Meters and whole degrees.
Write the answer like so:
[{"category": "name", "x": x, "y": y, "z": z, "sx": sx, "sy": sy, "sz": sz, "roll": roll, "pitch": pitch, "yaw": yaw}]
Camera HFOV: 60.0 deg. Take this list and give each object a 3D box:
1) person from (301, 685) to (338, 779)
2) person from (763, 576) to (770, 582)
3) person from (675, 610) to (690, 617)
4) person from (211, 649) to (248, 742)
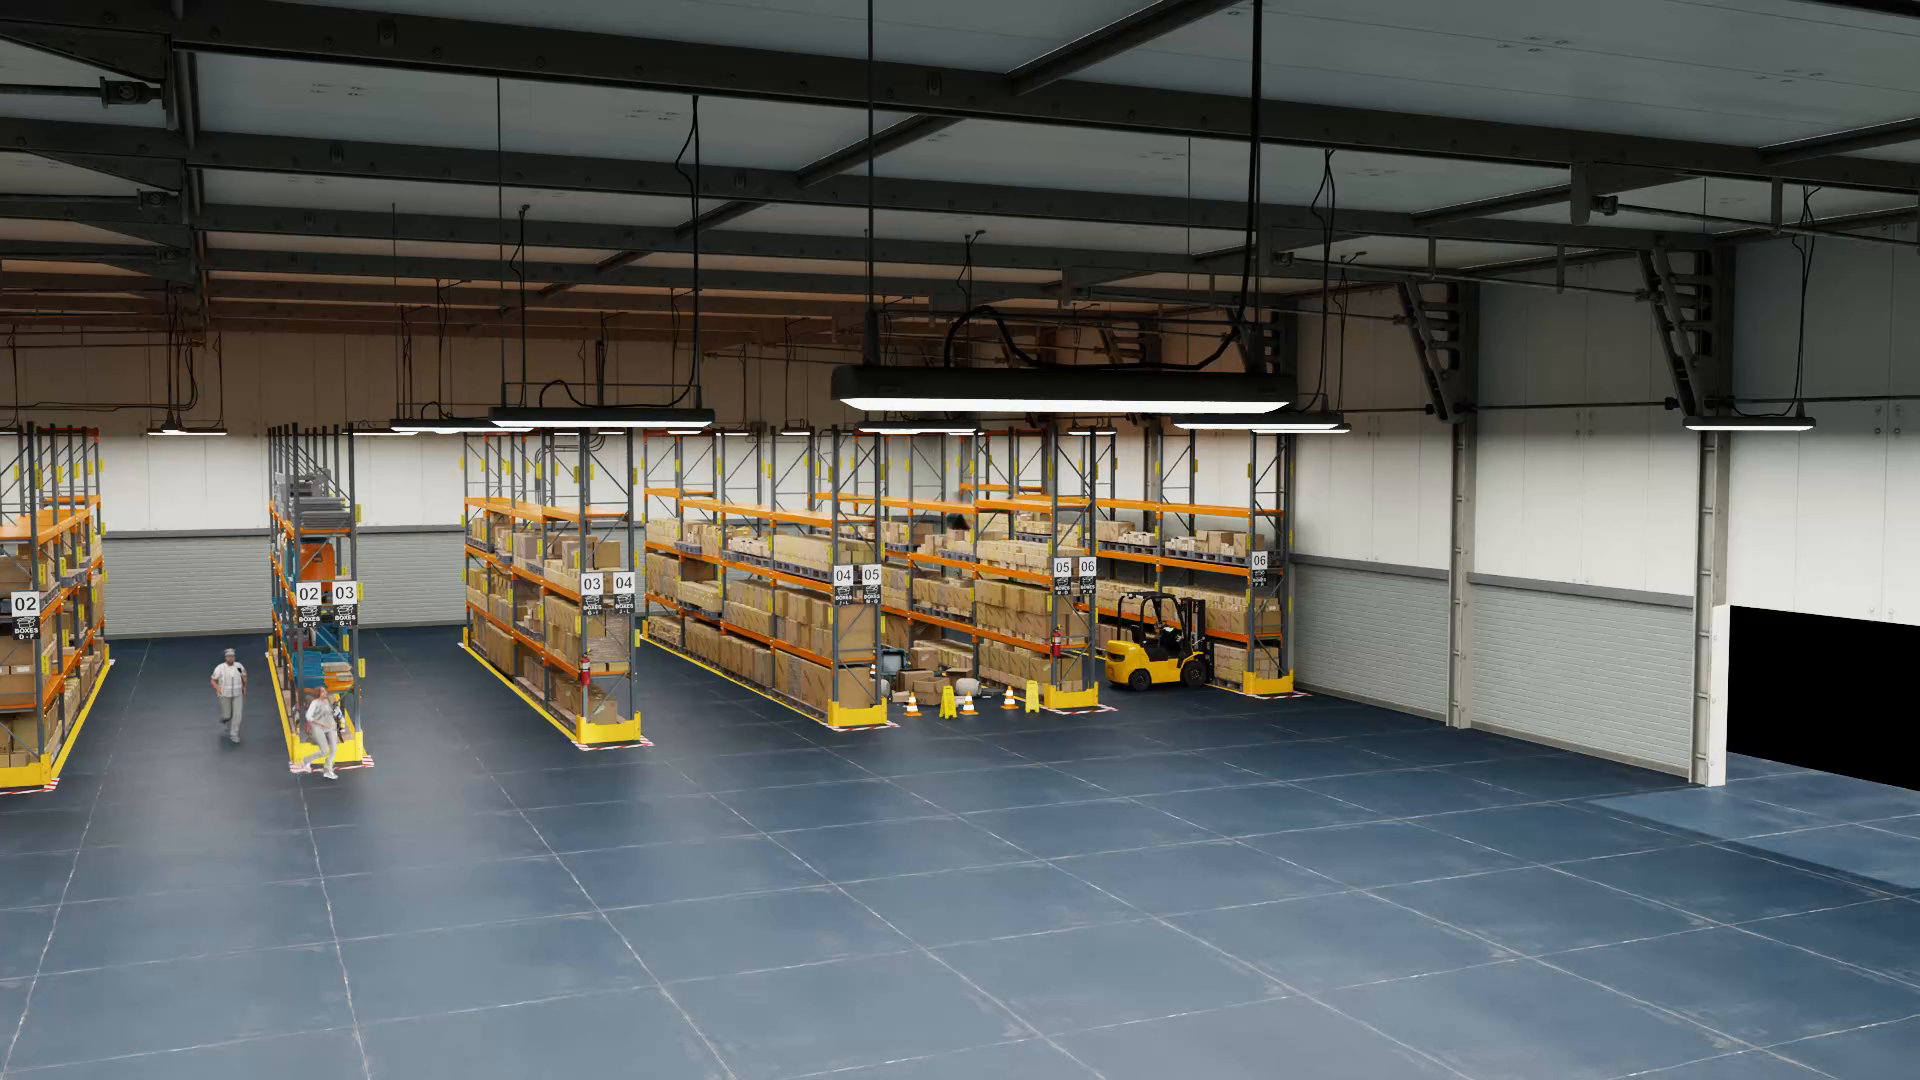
[{"category": "person", "x": -10.780, "y": 3.235, "z": 27.997, "sx": 0.648, "sy": 1.576, "sz": 0.555, "roll": 1, "pitch": 4, "yaw": 15}, {"category": "person", "x": -5.769, "y": 1.779, "z": 50.696, "sx": 0.583, "sy": 1.721, "sz": 0.669, "roll": -2, "pitch": 4, "yaw": -32}, {"category": "person", "x": -8.218, "y": 1.880, "z": 49.253, "sx": 0.572, "sy": 1.685, "sz": 0.728, "roll": 2, "pitch": 4, "yaw": 34}, {"category": "person", "x": -13.870, "y": 2.931, "z": 31.619, "sx": 0.662, "sy": 1.764, "sz": 0.775, "roll": -2, "pitch": 4, "yaw": -35}]
